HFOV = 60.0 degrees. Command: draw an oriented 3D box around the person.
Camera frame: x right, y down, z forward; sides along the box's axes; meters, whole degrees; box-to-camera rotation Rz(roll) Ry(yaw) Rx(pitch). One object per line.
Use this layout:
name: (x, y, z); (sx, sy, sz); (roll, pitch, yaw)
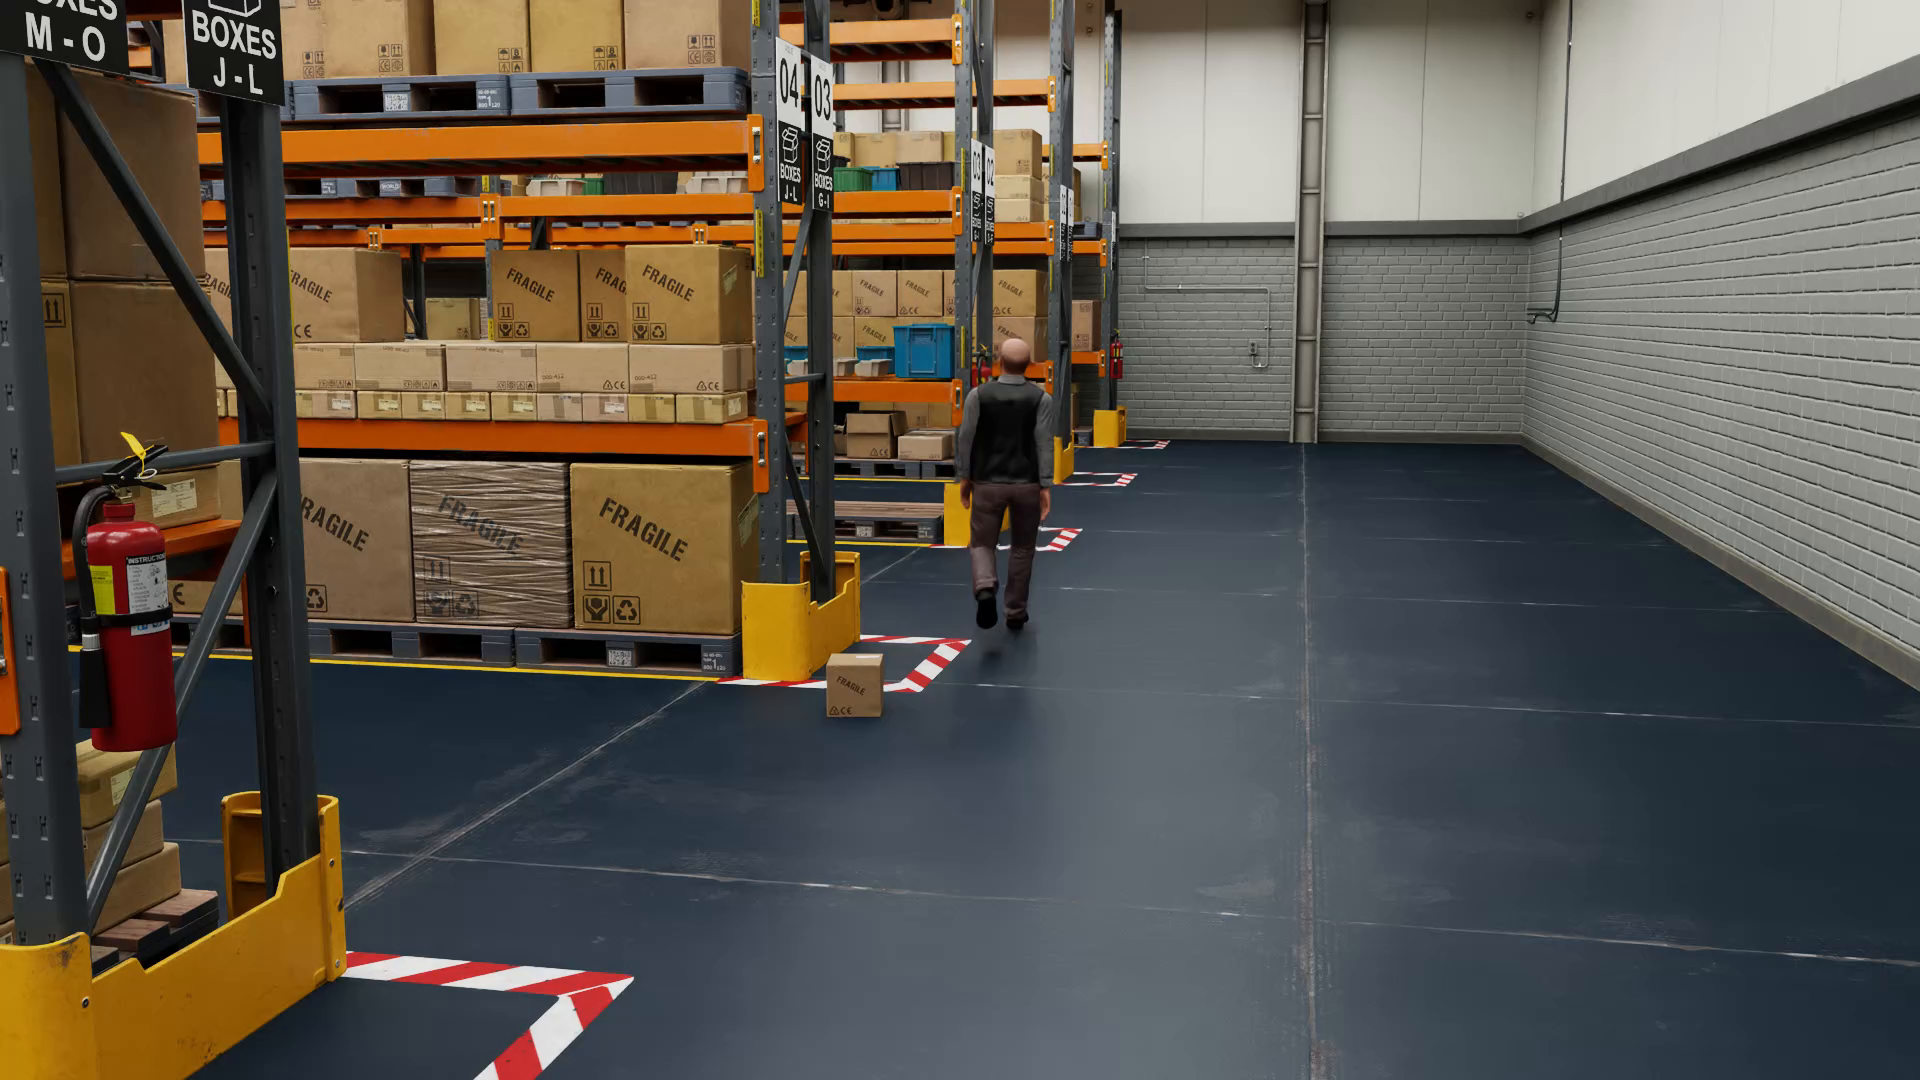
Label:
person: (0.263, -0.303, 9.520); (0.552, 1.696, 0.810); (0, 8, 2)
